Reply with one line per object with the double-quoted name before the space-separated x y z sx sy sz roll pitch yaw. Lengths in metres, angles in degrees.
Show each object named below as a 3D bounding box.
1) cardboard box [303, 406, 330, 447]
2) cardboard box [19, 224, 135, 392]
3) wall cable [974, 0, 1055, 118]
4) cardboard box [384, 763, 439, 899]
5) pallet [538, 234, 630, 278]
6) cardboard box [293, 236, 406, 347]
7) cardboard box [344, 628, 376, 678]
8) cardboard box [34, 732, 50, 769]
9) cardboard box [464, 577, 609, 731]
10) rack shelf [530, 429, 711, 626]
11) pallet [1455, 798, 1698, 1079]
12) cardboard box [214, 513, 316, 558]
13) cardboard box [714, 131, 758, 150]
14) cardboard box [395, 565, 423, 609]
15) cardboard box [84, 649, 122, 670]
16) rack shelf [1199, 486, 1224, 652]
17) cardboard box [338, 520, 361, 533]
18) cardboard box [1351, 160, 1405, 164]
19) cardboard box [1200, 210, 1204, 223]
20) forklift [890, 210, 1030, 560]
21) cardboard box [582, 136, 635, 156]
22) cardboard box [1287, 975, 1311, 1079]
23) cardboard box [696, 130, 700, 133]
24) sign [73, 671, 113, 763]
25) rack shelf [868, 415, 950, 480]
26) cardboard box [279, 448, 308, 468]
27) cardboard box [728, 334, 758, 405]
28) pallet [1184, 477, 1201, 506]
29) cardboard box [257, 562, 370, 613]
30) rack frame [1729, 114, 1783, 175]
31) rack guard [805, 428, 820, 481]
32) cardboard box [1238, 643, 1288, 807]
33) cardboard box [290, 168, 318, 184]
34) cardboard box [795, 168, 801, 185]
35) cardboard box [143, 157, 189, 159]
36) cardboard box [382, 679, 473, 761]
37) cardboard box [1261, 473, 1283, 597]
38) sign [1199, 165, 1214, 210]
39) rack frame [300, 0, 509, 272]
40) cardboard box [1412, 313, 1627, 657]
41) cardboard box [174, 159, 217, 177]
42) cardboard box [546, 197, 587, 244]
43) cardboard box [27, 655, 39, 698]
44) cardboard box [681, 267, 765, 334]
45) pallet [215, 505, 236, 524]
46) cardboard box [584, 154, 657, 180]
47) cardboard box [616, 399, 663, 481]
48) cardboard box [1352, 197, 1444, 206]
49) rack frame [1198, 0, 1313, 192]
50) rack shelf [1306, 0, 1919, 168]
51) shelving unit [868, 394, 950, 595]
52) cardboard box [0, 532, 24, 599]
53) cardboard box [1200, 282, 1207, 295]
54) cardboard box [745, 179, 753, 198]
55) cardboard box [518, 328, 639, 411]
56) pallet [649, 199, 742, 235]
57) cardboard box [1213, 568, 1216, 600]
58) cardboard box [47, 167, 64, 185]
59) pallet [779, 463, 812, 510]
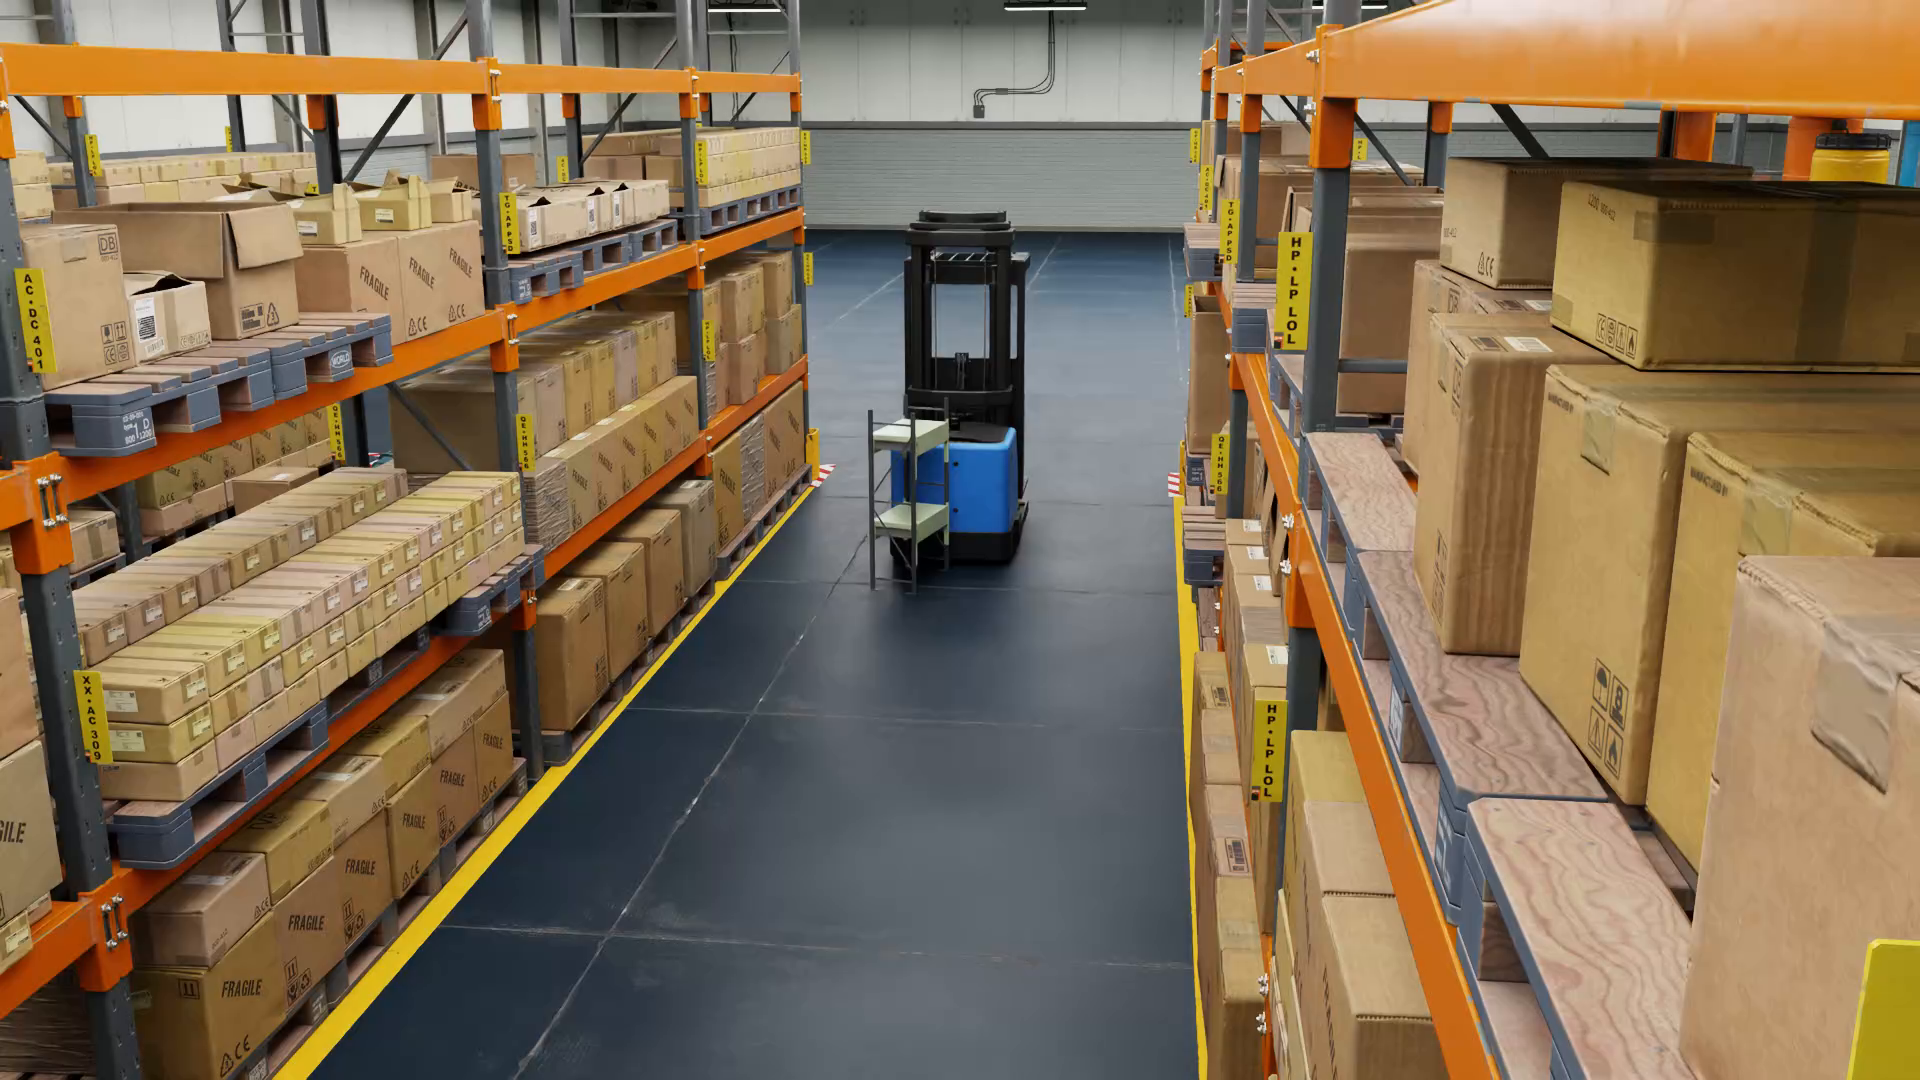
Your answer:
"cardboard box" -6.851 -1.257 17.090 0.500 0.500 0.500 2 15 7
"cardboard box" -3.291 -0.797 5.621 0.700 0.500 0.500 2 15 6
"wall cable" 1.537 -14.986 46.829 2.305 6.003 0.169 2 15 6
"cardboard box" -2.912 1.414 8.171 0.500 0.500 0.500 1 15 4
"pallet" -2.849 -1.856 10.895 1.003 0.211 1.213 2 15 9
"cardboard box" -2.908 -1.122 7.625 0.500 0.500 0.500 2 15 6
"cardboard box" -2.800 0.488 7.288 0.380 0.149 0.250 1 15 5
"cardboard box" -3.595 0.807 6.109 0.380 0.149 0.250 1 15 5
"cardboard box" -2.834 0.687 10.379 1.050 0.750 0.750 1 15 5
"rack shelf" -2.766 -0.212 11.578 1.077 0.370 4.000 2 15 6
"pallet" 1.095 0.609 1.588 1.003 0.211 1.213 2 15 6
"cardboard box" -3.356 -0.023 8.037 0.380 0.149 0.250 2 15 9
"cardboard box" -1.990 -3.520 14.643 0.380 0.149 0.250 2 15 6
"cardboard box" -2.739 0.211 7.744 0.380 0.149 0.250 2 15 8
"cardboard box" -3.535 0.530 6.562 0.380 0.149 0.250 2 15 9
"rack shelf" 2.150 -0.040 10.941 1.077 0.370 4.000 2 15 6
"cardboard box" -3.302 -0.006 8.546 0.380 0.149 0.250 1 15 5
"cardboard box" 2.344 -1.982 9.850 0.500 0.500 0.500 1 15 5
"cardboard box" 2.404 -2.939 14.826 0.500 0.250 0.500 2 15 6
"forklift" 0.068 -1.578 15.384 1.130 2.935 3.031 2 15 6
"cardboard box" -2.816 -3.145 13.257 0.380 0.149 0.250 2 15 6
"cardboard box" 1.099 1.341 4.174 0.500 0.250 0.500 2 15 6
"cardboard box" -2.588 -3.671 15.204 0.380 0.149 0.250 2 15 6
"sign" -2.903 0.593 5.564 0.100 0.325 0.005 2 15 6
"rack shelf" -0.413 -0.762 13.610 0.431 0.370 0.720 6 16 20
"cardboard box" -6.909 -0.759 16.685 0.500 0.250 0.500 2 15 6
"cardboard box" -2.294 -1.526 14.773 0.875 0.550 0.550 2 15 6
"pallet" 2.692 -0.368 16.117 1.003 0.211 1.213 2 15 6
"cardboard box" -2.797 0.204 7.197 0.380 0.149 0.250 2 15 8
"rack frame" 7.749 -4.693 15.279 1.000 3.000 0.127 2 15 6
"rack guard" -2.087 -0.915 17.588 1.175 0.500 0.348 2 15 6
"cardboard box" 1.370 0.728 6.533 0.500 0.500 0.500 2 15 6
"cardboard box" -6.809 -3.614 16.750 0.500 0.250 0.500 2 15 6
"cardboard box" -1.790 -3.597 16.456 0.380 0.149 0.250 2 15 6
"cardboard box" -7.510 -3.536 15.701 0.380 0.149 0.250 2 15 8
"cardboard box" -2.855 0.918 8.569 0.500 0.250 0.500 2 15 7
"cardboard box" 1.750 -0.043 7.460 0.797 0.503 0.637 2 15 8
"sign" 1.836 -2.617 12.358 0.100 0.325 0.005 2 15 6
"rack frame" -2.992 -2.937 8.782 1.000 3.000 0.127 2 15 6
"cardboard box" 1.180 -0.103 2.861 0.700 0.500 0.500 2 15 9
"cardboard box" -7.017 -3.387 15.148 0.380 0.149 0.250 2 15 7
"cardboard box" -2.635 -1.978 10.276 0.500 0.250 0.500 2 15 8
"cardboard box" -3.592 0.518 6.035 0.380 0.149 0.250 2 15 9
"cardboard box" -2.269 -2.186 15.144 0.875 0.550 0.500 2 15 6
"pallet" -7.295 -0.344 16.030 1.003 0.211 1.213 2 15 6
"cardboard box" -2.740 -2.983 13.424 0.500 0.250 0.500 2 15 6
"cardboard box" -2.448 -0.721 11.890 0.500 0.500 0.500 2 15 7
"cardboard box" 1.918 -1.180 7.038 0.500 0.500 0.500 3 15 9
"rack frame" 2.828 -4.839 15.819 1.000 3.000 0.127 2 15 6
"rack shelf" 1.248 -0.668 2.536 1.077 0.370 4.000 2 15 6
"shelving unit" -0.413 -0.385 13.712 0.431 1.500 0.755 6 16 20
"cardboard box" -7.605 0.191 12.939 0.950 0.372 0.625 3 15 10
"cardboard box" 2.209 -1.835 13.524 0.500 0.500 0.500 2 15 6
"cardboard box" -2.020 -3.070 14.509 0.380 0.149 0.250 2 15 6
"cardboard box" -2.704 -1.215 11.803 0.700 0.500 0.500 2 15 7
"pallet" -2.438 -2.695 13.806 1.003 0.211 1.213 2 15 6
"cardboard box" 2.285 0.247 12.447 0.700 0.500 0.500 1 15 2
"cardboard box" -7.652 -2.998 13.709 0.380 0.149 0.250 2 15 7
"pallet" -2.102 -0.560 16.827 1.003 0.211 1.213 2 15 6
